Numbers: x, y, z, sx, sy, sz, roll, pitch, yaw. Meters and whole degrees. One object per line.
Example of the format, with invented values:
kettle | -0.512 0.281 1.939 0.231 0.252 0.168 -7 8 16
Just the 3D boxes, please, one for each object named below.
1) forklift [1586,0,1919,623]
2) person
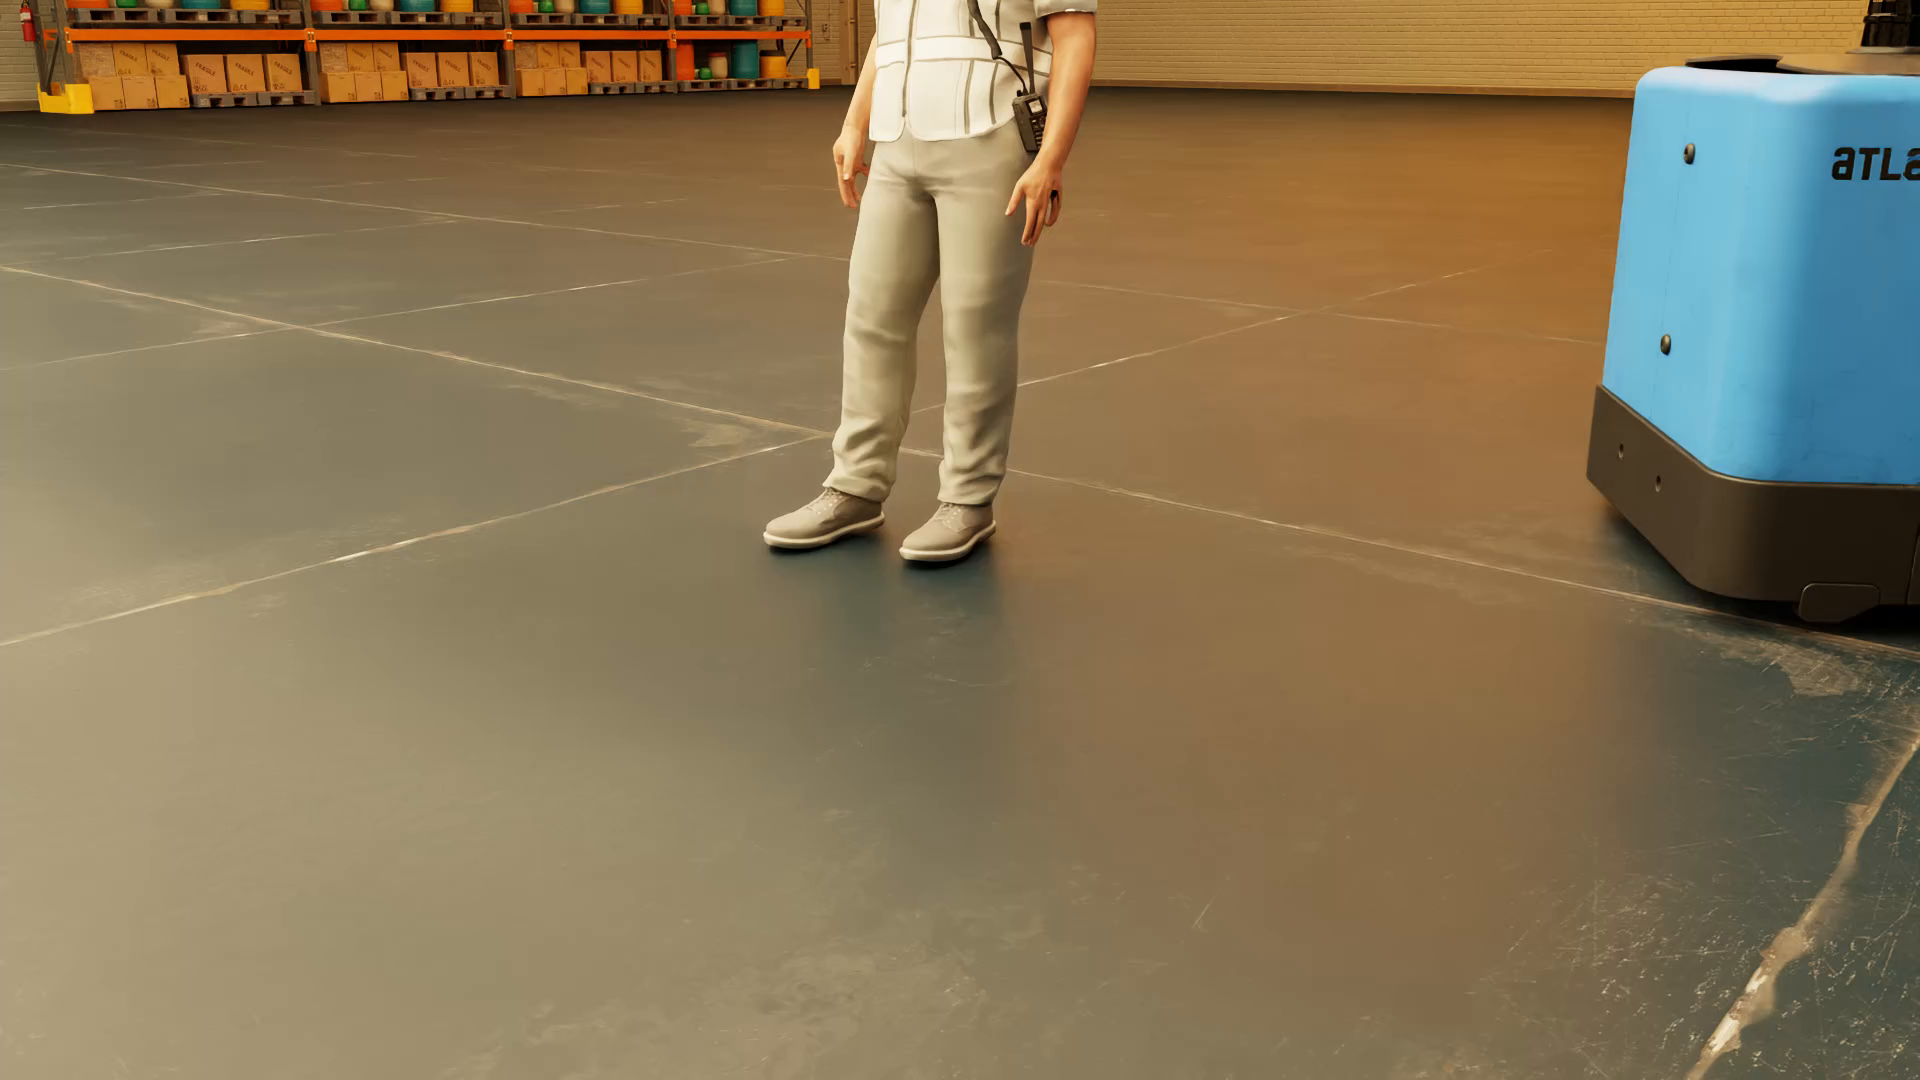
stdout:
forklift | 3.044 -1.319 3.241 3.031 2.935 1.130 2 17 6
person | -0.059 -0.843 3.631 0.640 1.779 0.575 13 21 37
